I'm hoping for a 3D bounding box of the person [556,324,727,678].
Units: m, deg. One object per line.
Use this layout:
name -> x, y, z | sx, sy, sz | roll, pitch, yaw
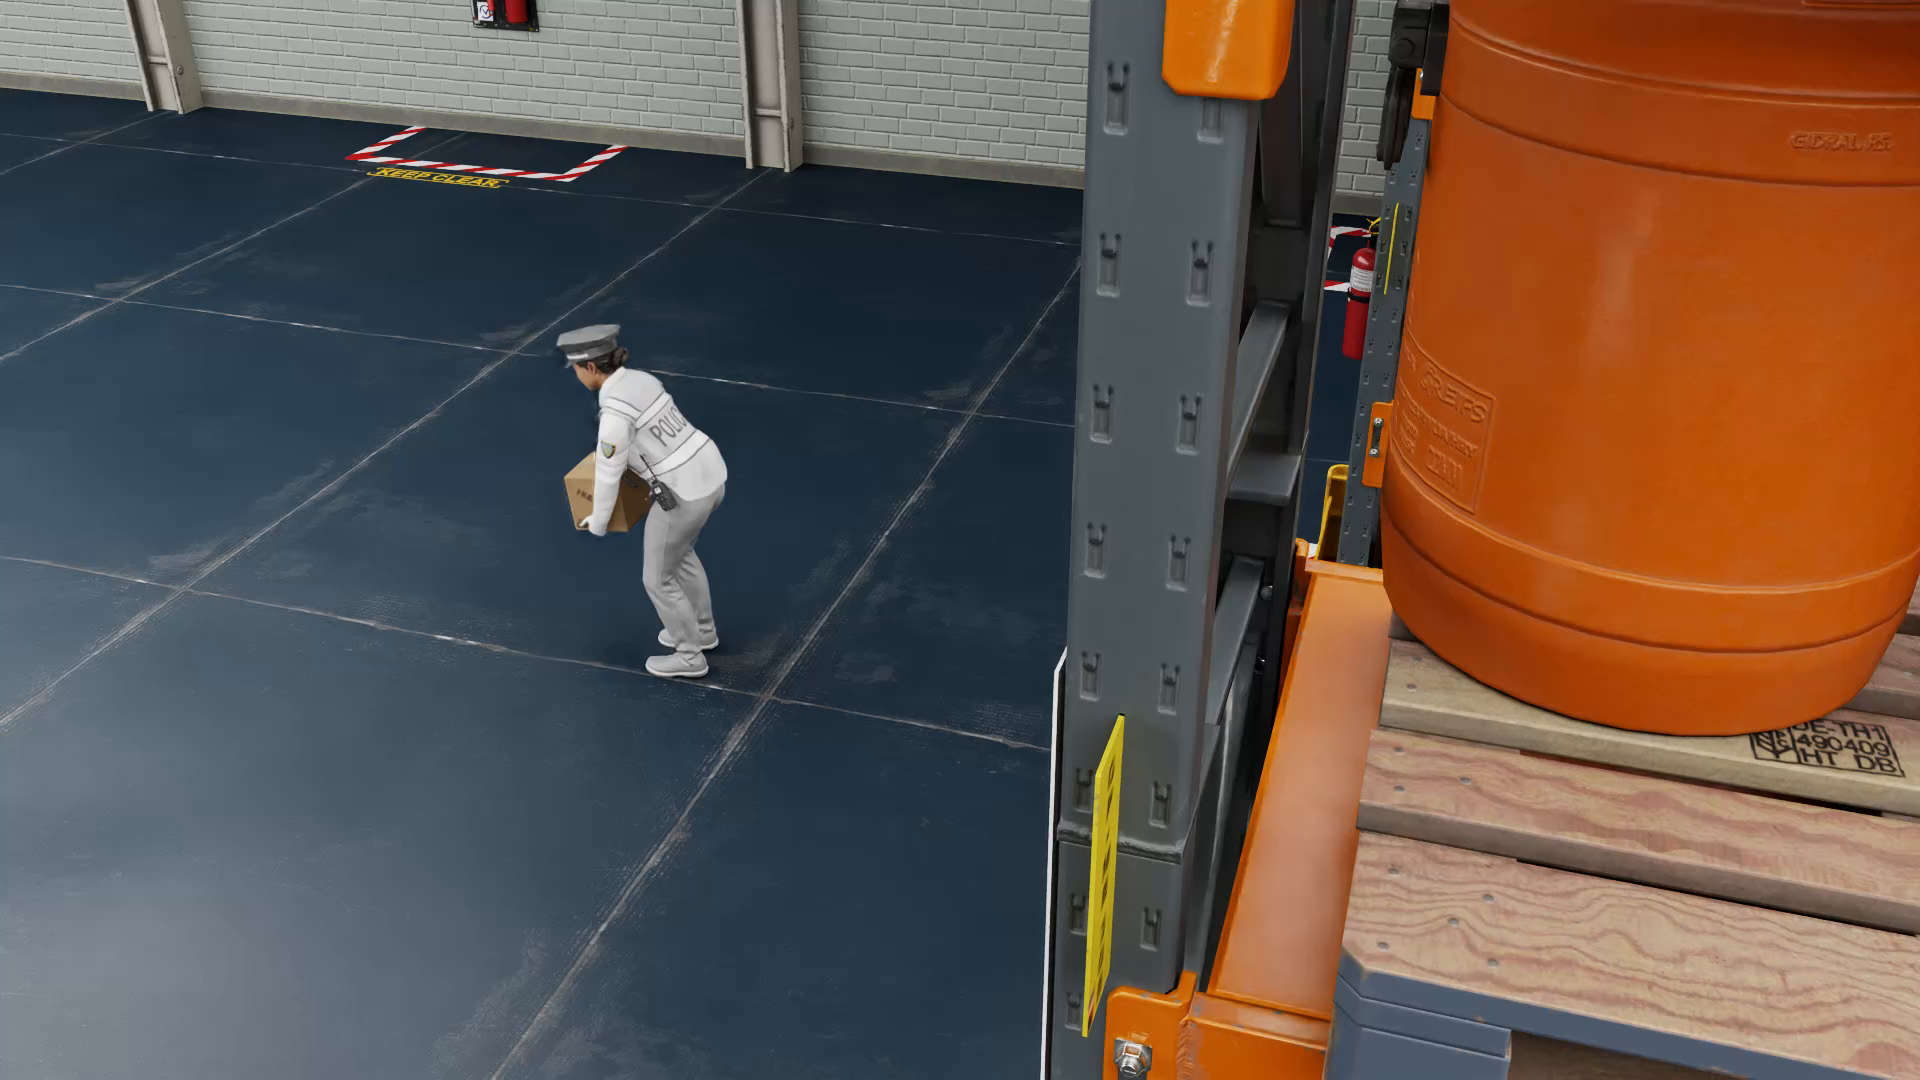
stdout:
person -> -1.308, -0.158, 7.029 | 0.648, 1.552, 0.410 | 8, 30, 14
